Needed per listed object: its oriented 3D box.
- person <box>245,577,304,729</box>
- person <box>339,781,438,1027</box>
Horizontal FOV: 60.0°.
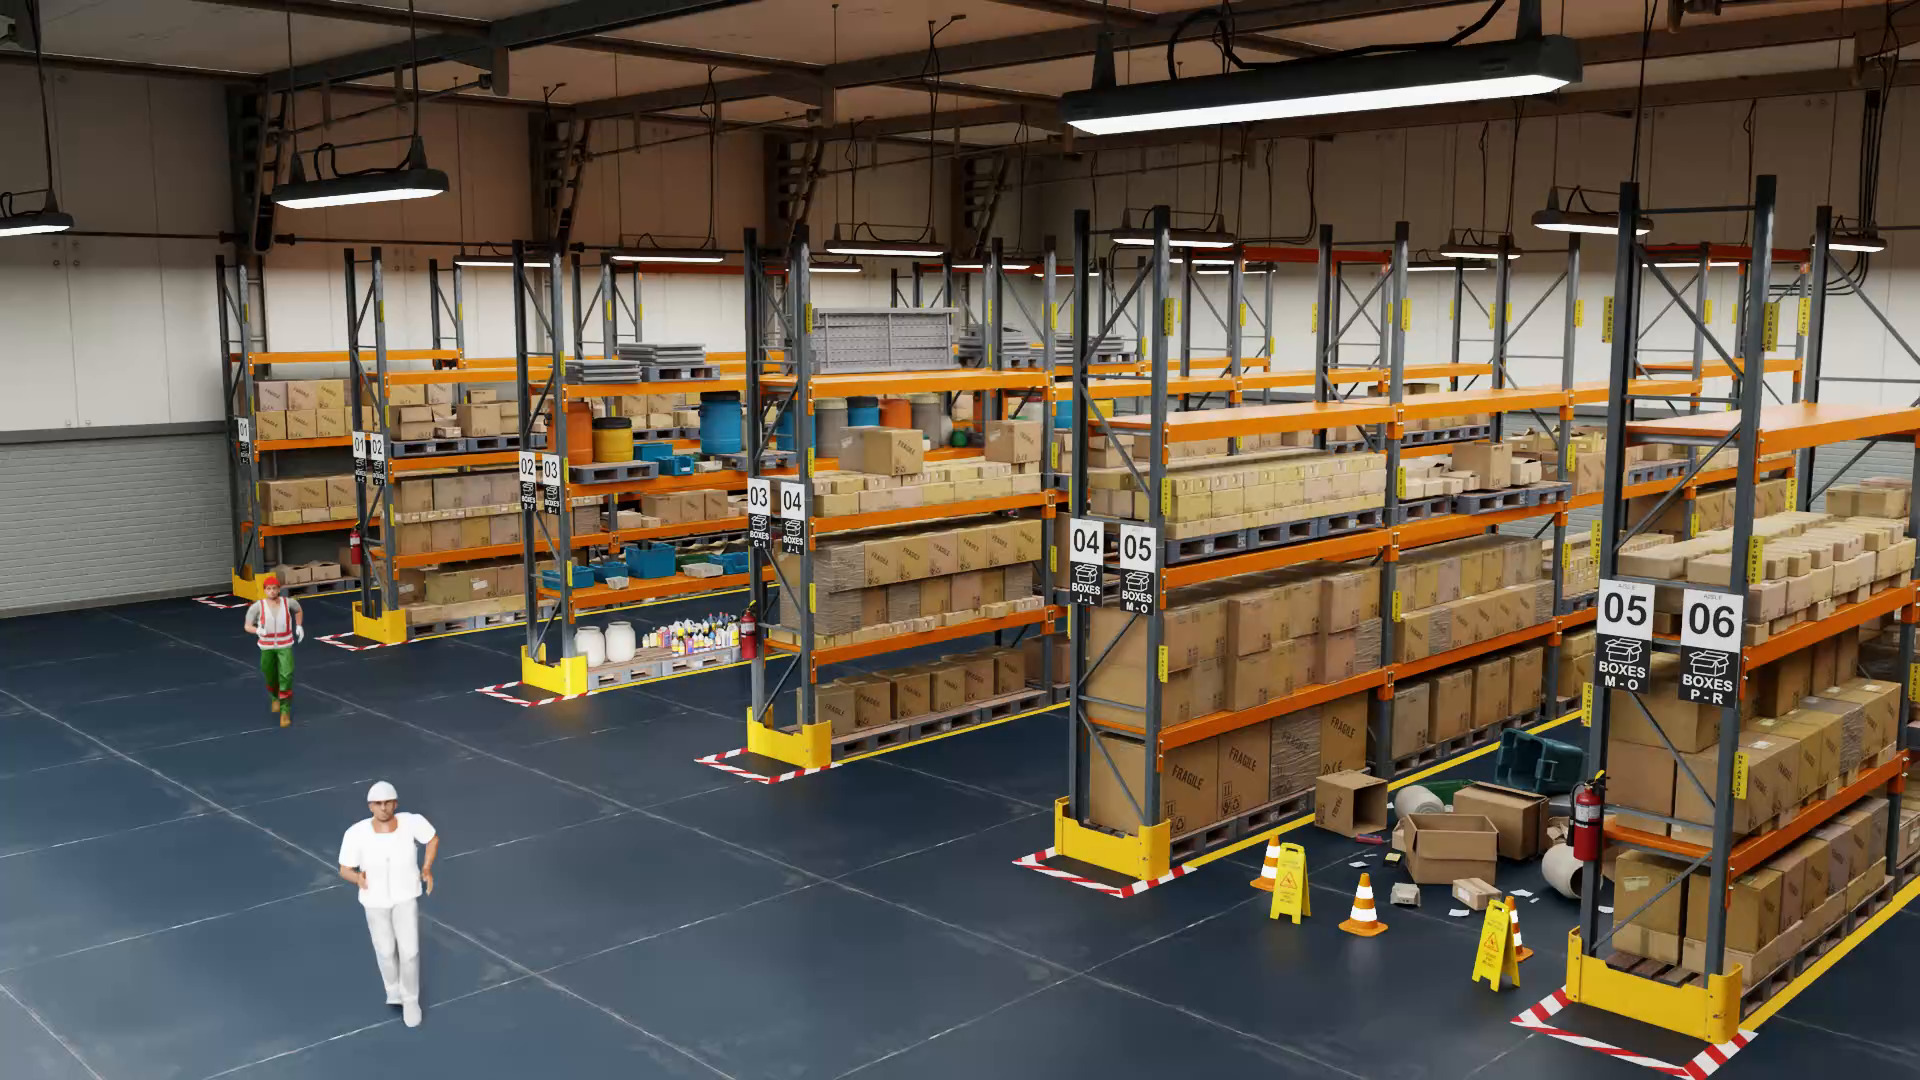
[{"bbox_3d":[-8.478,1.347,20.599,0.671,1.818,0.943,-3,9,-21],"label":"person"},{"bbox_3d":[-4.103,2.621,11.983,0.671,1.805,0.738,-2,8,-15],"label":"person"}]
